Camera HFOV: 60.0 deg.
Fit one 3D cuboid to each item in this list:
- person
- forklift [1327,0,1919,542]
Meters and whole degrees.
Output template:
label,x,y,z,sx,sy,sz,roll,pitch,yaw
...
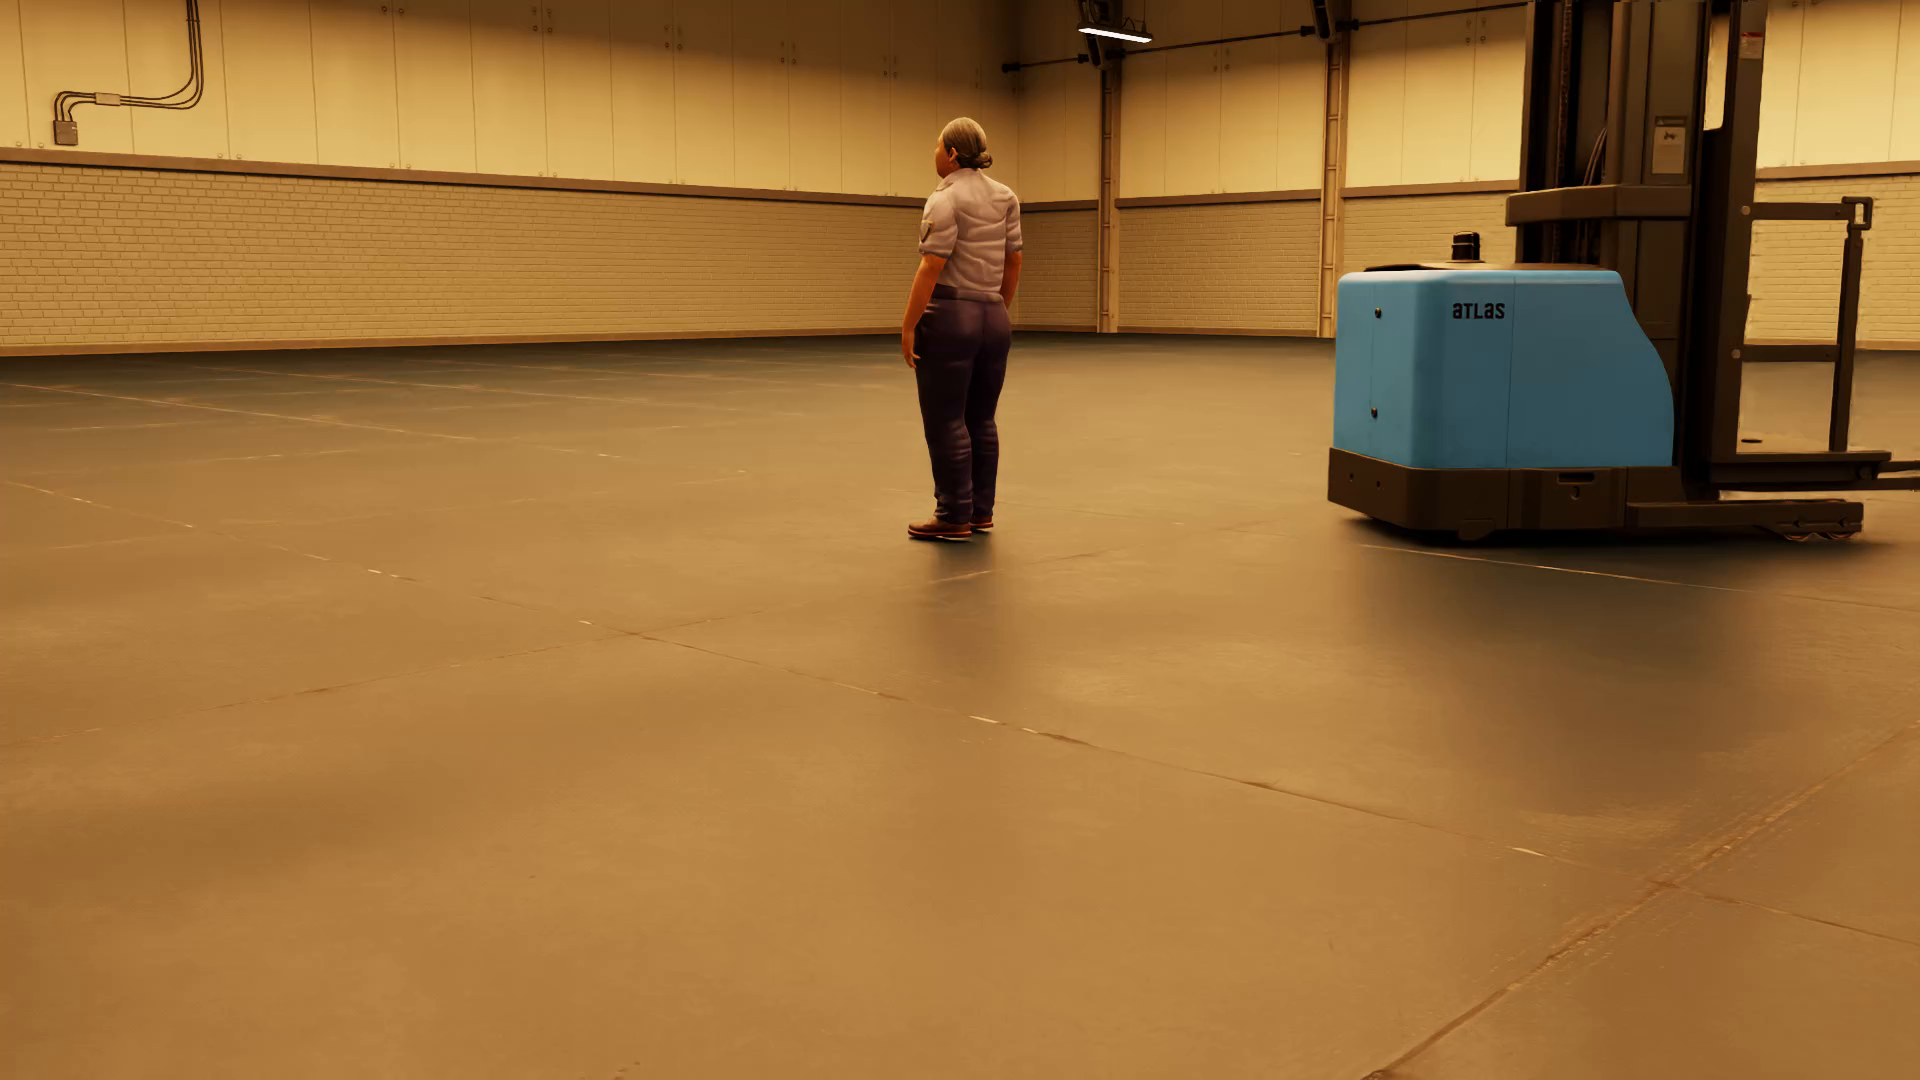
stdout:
label,x,y,z,sx,sy,sz,roll,pitch,yaw
person,-0.049,-0.833,6.672,0.502,1.651,0.598,8,12,43
forklift,3.193,-1.518,6.956,3.031,2.935,1.130,-1,9,-8
